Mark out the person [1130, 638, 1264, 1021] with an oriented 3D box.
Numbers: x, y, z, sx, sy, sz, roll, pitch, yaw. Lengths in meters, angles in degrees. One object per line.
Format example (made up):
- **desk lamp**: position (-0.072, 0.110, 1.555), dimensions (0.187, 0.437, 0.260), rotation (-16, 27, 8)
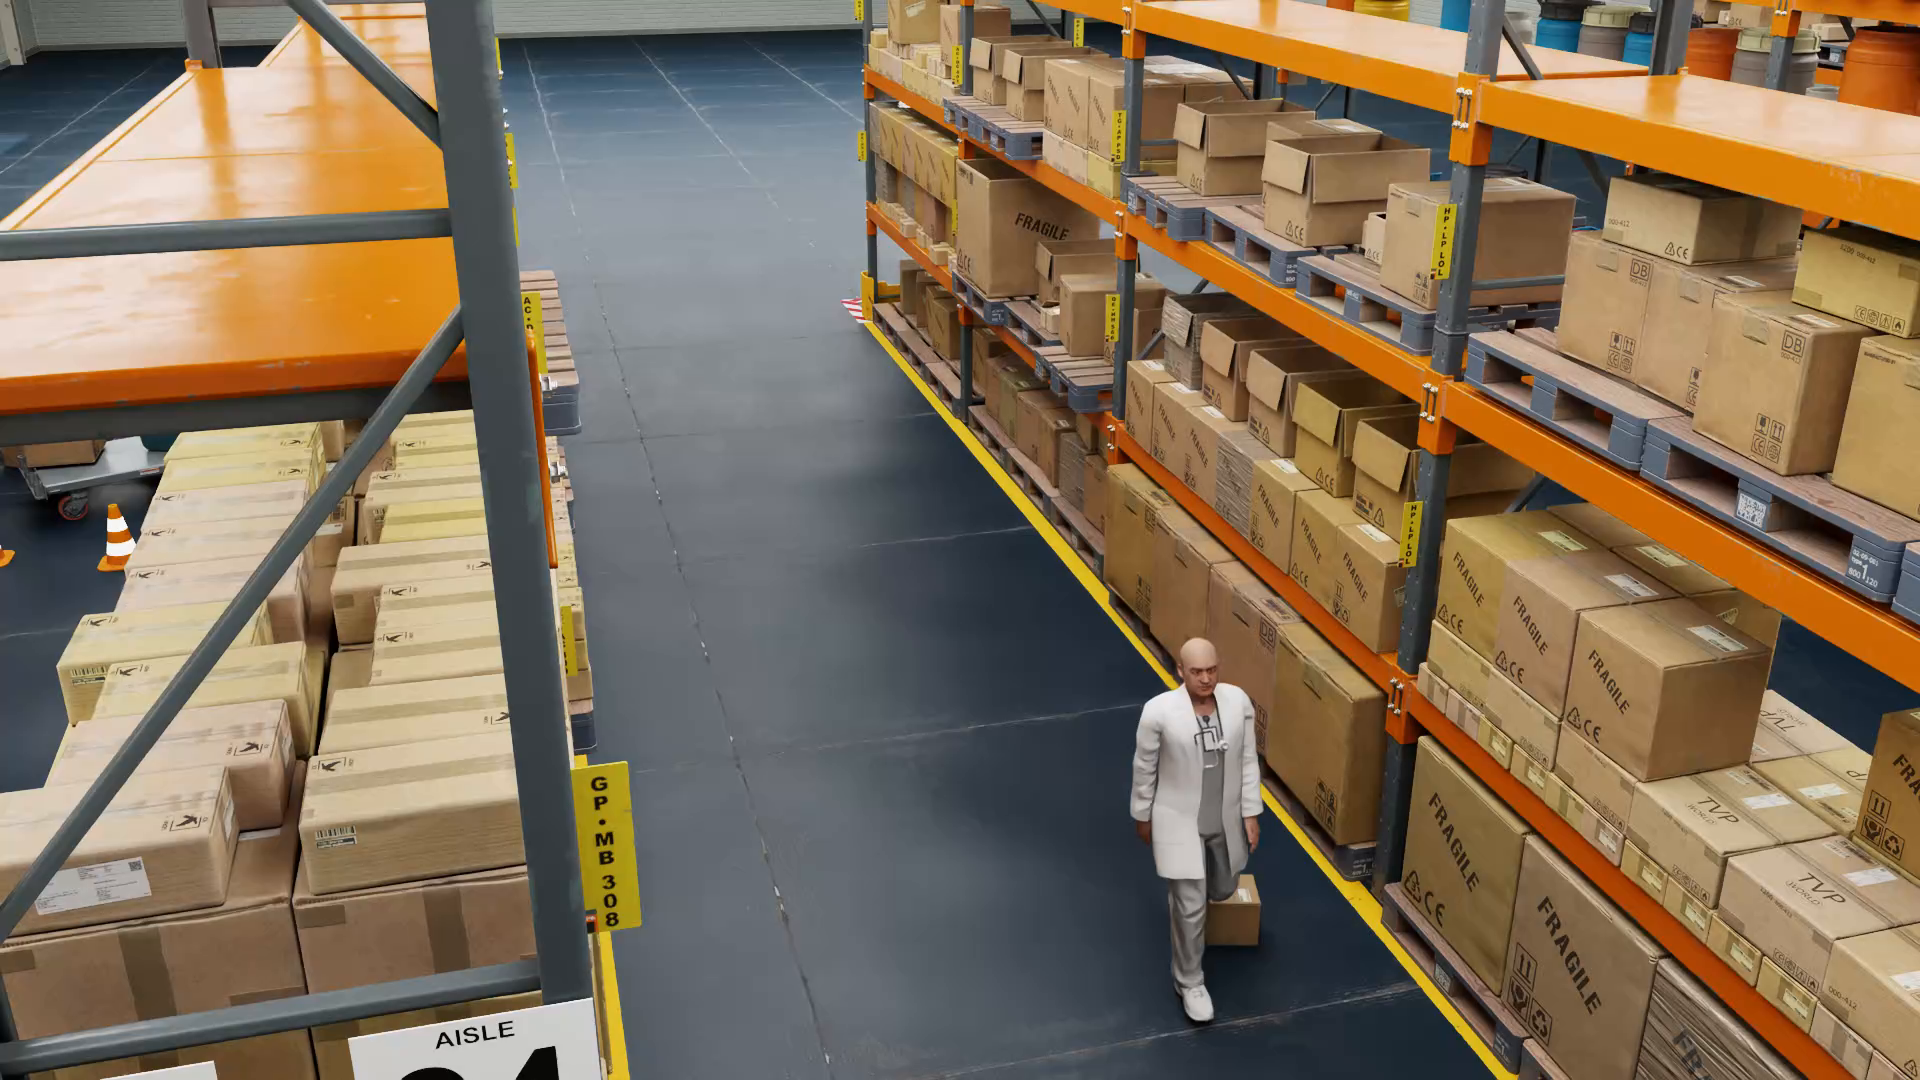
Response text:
- **person**: position (1.080, 1.247, 7.672), dimensions (0.574, 1.748, 0.909), rotation (-7, 24, -16)
